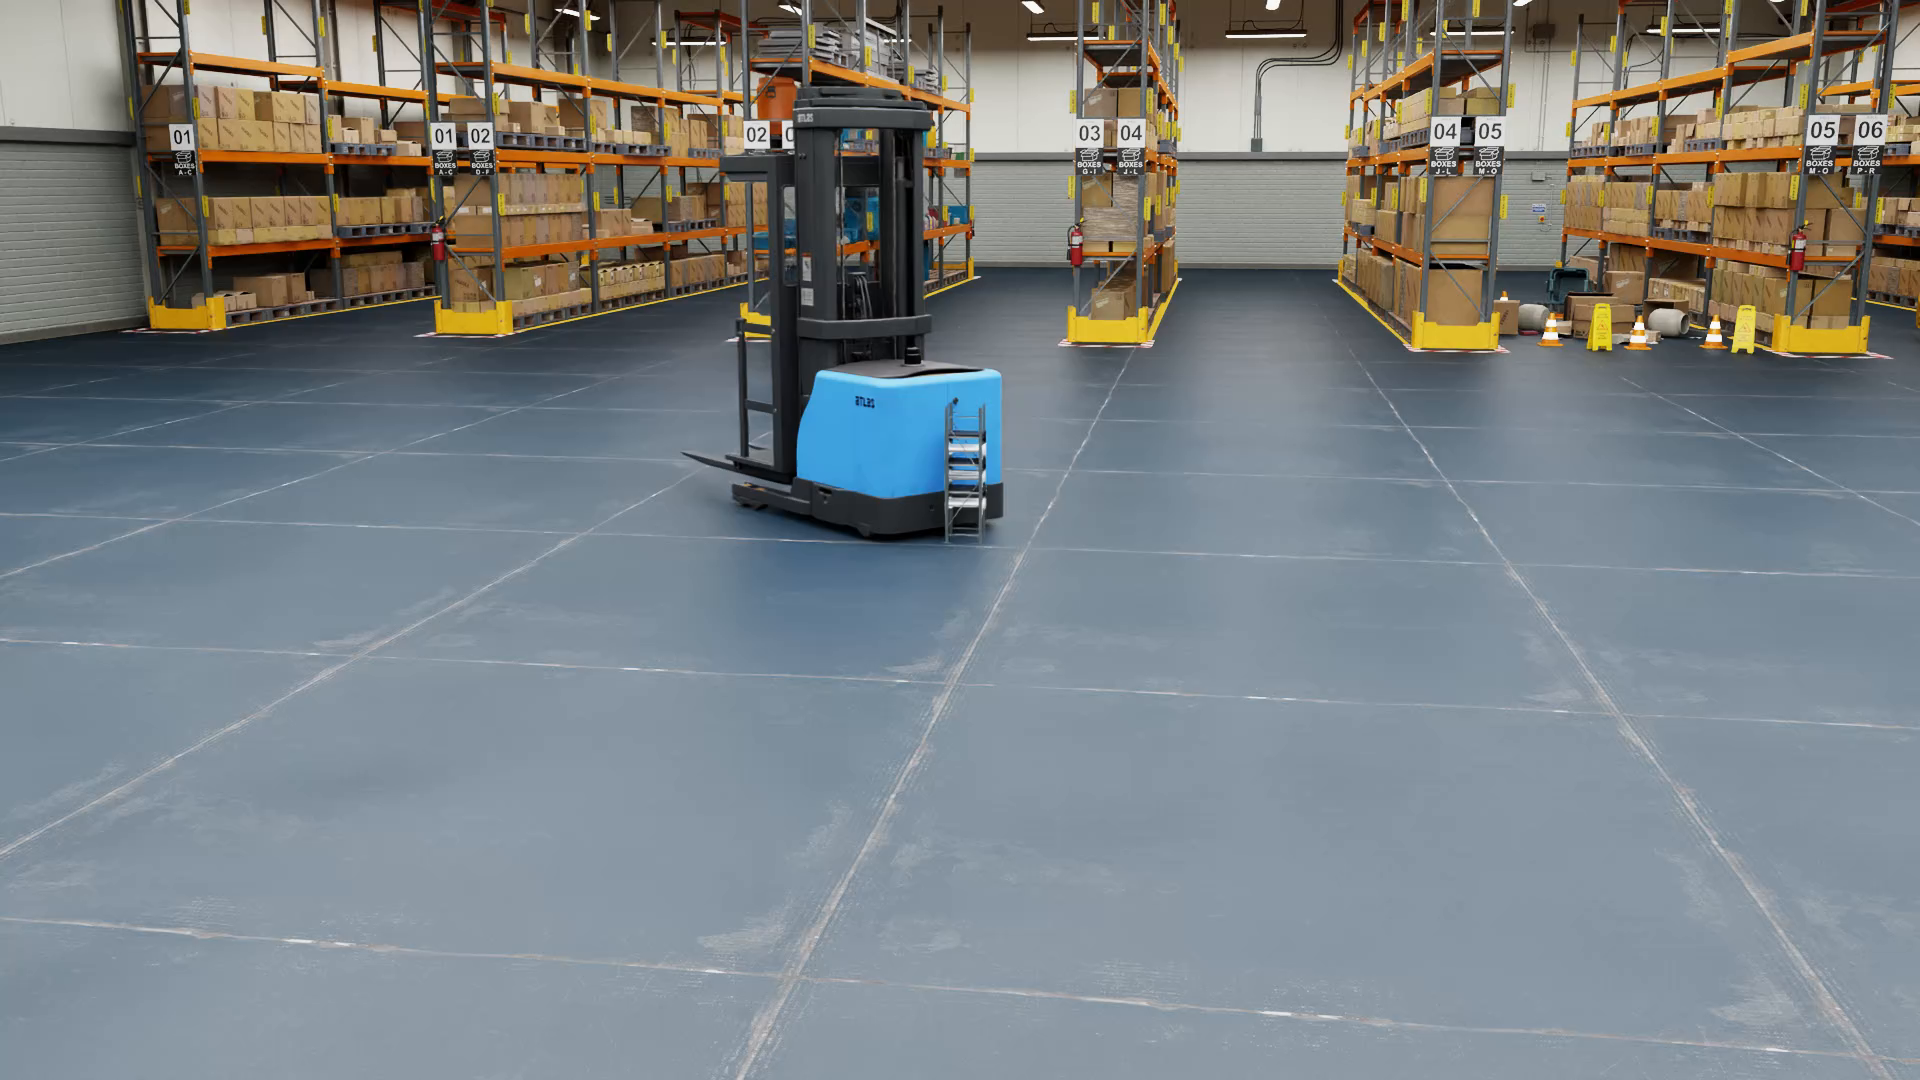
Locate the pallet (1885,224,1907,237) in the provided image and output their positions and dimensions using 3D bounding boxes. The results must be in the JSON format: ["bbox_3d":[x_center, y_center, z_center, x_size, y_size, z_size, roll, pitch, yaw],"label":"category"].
[{"bbox_3d":[18.399,-5.900,31.707,1.003,0.211,1.213,2,12,9],"label":"pallet"}]

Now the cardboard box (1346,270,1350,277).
[{"bbox_3d":[8.919,-6.003,37.497,0.380,0.149,0.250,1,12,6],"label":"cardboard box"}]

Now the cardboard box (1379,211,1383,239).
[{"bbox_3d":[7.804,-5.642,29.814,0.500,0.500,0.500,2,12,9],"label":"cardboard box"}]

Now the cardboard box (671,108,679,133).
[{"bbox_3d":[-6.150,-8.699,34.507,0.500,0.500,0.500,2,12,9],"label":"cardboard box"}]

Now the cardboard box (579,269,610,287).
[{"bbox_3d":[-6.686,-4.772,30.217,0.500,0.311,0.500,2,12,9],"label":"cardboard box"}]

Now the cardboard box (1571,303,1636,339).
[{"bbox_3d":[9.738,-3.311,25.163,0.797,0.503,0.637,-7,14,-30],"label":"cardboard box"}]

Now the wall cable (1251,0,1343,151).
[{"bbox_3d":[8.913,-13.306,43.740,2.277,5.999,0.120,2,12,9],"label":"wall cable"}]

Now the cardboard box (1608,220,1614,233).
[{"bbox_3d":[13.408,-6.318,33.544,0.500,0.250,0.500,2,12,7],"label":"cardboard box"}]

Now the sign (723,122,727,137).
[{"bbox_3d":[-5.216,-9.119,36.904,0.100,0.325,0.005,2,12,9],"label":"sign"}]

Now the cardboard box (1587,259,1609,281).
[{"bbox_3d":[14.155,-5.848,36.094,0.875,0.438,0.875,2,12,7],"label":"cardboard box"}]

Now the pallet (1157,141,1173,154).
[{"bbox_3d":[3.149,-6.953,29.462,1.213,0.211,1.003,2,12,9],"label":"pallet"}]

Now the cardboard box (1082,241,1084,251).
[{"bbox_3d":[2.044,-4.454,25.136,0.380,0.149,0.250,2,12,9],"label":"cardboard box"}]

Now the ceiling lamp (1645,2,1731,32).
[{"bbox_3d":[17.447,-13.674,39.227,2.000,3.185,0.800,2,12,9],"label":"ceiling lamp"}]

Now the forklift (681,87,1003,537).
[{"bbox_3d":[-1.012,-1.707,11.955,1.130,2.935,3.031,-9,15,-37],"label":"forklift"}]

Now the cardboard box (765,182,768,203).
[{"bbox_3d":[-4.947,-8.493,40.673,0.500,0.500,0.500,2,12,8],"label":"cardboard box"}]

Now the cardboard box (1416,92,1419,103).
[{"bbox_3d":[6.975,-6.556,24.645,0.380,0.149,0.250,2,12,8],"label":"cardboard box"}]

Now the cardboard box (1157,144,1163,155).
[{"bbox_3d":[3.434,-7.148,30.278,0.500,0.250,0.500,2,12,10],"label":"cardboard box"}]

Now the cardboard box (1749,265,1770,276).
[{"bbox_3d":[11.909,-3.989,24.595,0.380,0.149,0.250,2,12,11],"label":"cardboard box"}]

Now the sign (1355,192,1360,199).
[{"bbox_3d":[8.371,-7.160,35.043,0.100,0.325,0.005,2,12,9],"label":"sign"}]

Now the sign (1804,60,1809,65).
[{"bbox_3d":[18.799,-10.700,36.877,0.100,0.325,0.005,2,12,9],"label":"sign"}]

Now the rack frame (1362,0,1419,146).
[{"bbox_3d":[8.908,-9.654,34.428,1.000,3.000,0.127,2,12,9],"label":"rack frame"}]

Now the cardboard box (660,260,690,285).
[{"bbox_3d":[-5.953,-5.580,34.653,0.500,0.500,0.500,1,12,7],"label":"cardboard box"}]

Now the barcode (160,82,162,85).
[{"bbox_3d":[-12.891,-7.348,26.812,0.001,0.075,0.075,2,12,9],"label":"barcode"}]

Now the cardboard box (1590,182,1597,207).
[{"bbox_3d":[13.701,-7.332,35.284,0.500,0.500,0.500,2,12,8],"label":"cardboard box"}]

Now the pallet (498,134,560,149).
[{"bbox_3d":[-7.291,-6.551,27.360,1.003,0.211,1.213,2,12,9],"label":"pallet"}]

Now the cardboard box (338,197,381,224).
[{"bbox_3d":[-11.615,-6.342,32.019,0.700,0.500,0.500,4,13,16],"label":"cardboard box"}]

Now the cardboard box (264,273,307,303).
[{"bbox_3d":[-12.011,-4.495,29.619,0.500,0.500,0.500,1,12,4],"label":"cardboard box"}]

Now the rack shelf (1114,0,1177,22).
[{"bbox_3d":[3.715,-10.692,33.065,1.077,0.370,4.000,2,12,9],"label":"rack shelf"}]

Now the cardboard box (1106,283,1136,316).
[{"bbox_3d":[2.593,-3.888,26.849,0.500,0.500,0.500,1,12,4],"label":"cardboard box"}]

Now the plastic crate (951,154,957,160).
[{"bbox_3d":[-0.329,-8.795,38.190,0.437,0.136,0.530,2,12,9],"label":"plastic crate"}]

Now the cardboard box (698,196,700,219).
[{"bbox_3d":[-6.102,-7.242,36.244,0.700,0.500,0.500,4,13,18],"label":"cardboard box"}]

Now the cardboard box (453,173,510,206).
[{"bbox_3d":[-7.518,-5.517,26.158,0.700,0.500,0.500,2,12,9],"label":"cardboard box"}]

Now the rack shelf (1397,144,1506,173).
[{"bbox_3d":[7.370,-5.754,25.161,1.077,0.370,4.000,2,12,9],"label":"rack shelf"}]

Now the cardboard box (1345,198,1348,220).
[{"bbox_3d":[9.181,-7.663,38.490,0.500,0.500,0.500,2,12,11],"label":"cardboard box"}]

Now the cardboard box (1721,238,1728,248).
[{"bbox_3d":[12.232,-4.684,26.205,0.380,0.149,0.250,2,12,10],"label":"cardboard box"}]

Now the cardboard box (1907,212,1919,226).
[{"bbox_3d":[17.947,-5.951,30.846,0.500,0.250,0.500,1,12,6],"label":"cardboard box"}]

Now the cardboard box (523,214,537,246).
[{"bbox_3d":[-7.368,-5.085,27.230,0.700,0.500,0.500,2,12,9],"label":"cardboard box"}]

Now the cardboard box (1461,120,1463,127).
[{"bbox_3d":[7.626,-6.144,24.627,0.380,0.149,0.250,2,12,8],"label":"cardboard box"}]

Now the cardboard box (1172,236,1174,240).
[{"bbox_3d":[4.479,-6.577,38.438,0.875,0.875,0.875,2,12,9],"label":"cardboard box"}]

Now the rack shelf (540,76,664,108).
[{"bbox_3d":[-6.688,-8.361,31.087,1.077,0.370,4.000,2,12,9],"label":"rack shelf"}]

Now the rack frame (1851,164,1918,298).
[{"bbox_3d":[18.720,-6.422,33.671,1.000,3.000,0.127,2,12,9],"label":"rack frame"}]

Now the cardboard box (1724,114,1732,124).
[{"bbox_3d":[12.213,-6.595,26.057,0.380,0.149,0.250,2,12,8],"label":"cardboard box"}]

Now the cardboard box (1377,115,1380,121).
[{"bbox_3d":[8.163,-7.978,31.717,0.396,0.266,0.258,2,12,9],"label":"cardboard box"}]

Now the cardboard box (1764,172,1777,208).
[{"bbox_3d":[11.917,-4.985,23.689,0.700,0.500,0.500,2,12,9],"label":"cardboard box"}]

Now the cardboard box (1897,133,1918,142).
[{"bbox_3d":[18.070,-7.649,31.609,0.380,0.149,0.250,2,12,10],"label":"cardboard box"}]

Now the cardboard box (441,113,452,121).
[{"bbox_3d":[-10.995,-9.187,36.320,0.500,0.250,0.500,1,12,7],"label":"cardboard box"}]

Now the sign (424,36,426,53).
[{"bbox_3d":[-10.738,-9.964,33.463,0.100,0.325,0.005,2,12,9],"label":"sign"}]

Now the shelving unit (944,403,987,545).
[{"bbox_3d":[0.035,-0.434,10.870,0.258,0.900,0.210,2,12,7],"label":"shelving unit"}]

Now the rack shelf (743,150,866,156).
[{"bbox_3d":[-2.409,-6.096,26.749,1.077,0.370,4.000,2,12,9],"label":"rack shelf"}]

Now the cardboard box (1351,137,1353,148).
[{"bbox_3d":[9.030,-8.895,37.195,0.500,0.250,0.500,2,12,9],"label":"cardboard box"}]

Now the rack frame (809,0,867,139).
[{"bbox_3d":[-2.102,-8.331,28.289,1.000,3.000,0.127,2,12,9],"label":"rack frame"}]

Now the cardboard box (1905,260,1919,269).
[{"bbox_3d":[18.149,-5.217,31.478,0.380,0.149,0.250,2,12,8],"label":"cardboard box"}]

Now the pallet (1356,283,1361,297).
[{"bbox_3d":[8.790,-5.196,34.602,1.003,0.211,1.213,2,12,9],"label":"pallet"}]

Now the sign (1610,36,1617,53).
[{"bbox_3d":[13.270,-10.071,33.774,0.100,0.325,0.005,2,12,9],"label":"sign"}]

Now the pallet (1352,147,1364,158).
[{"bbox_3d":[8.708,-7.971,34.184,1.213,0.211,1.003,2,12,9],"label":"pallet"}]
